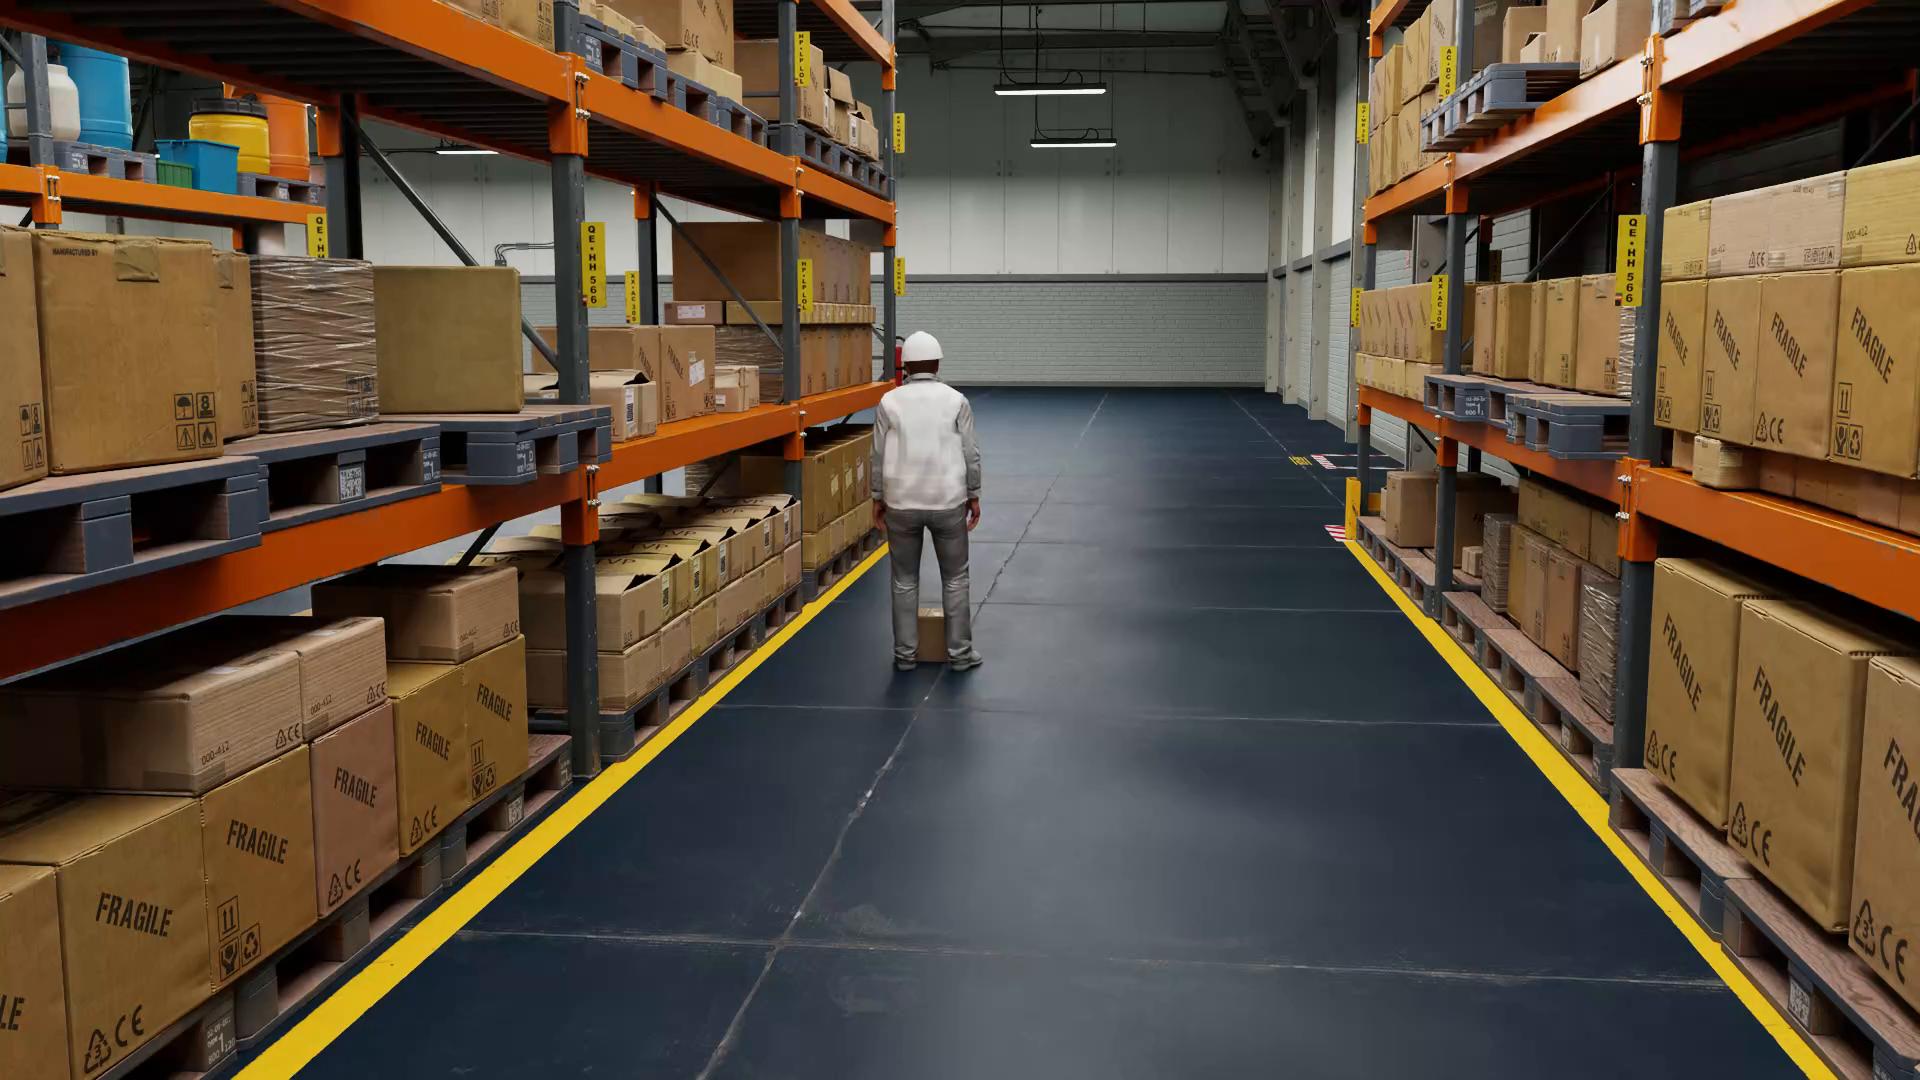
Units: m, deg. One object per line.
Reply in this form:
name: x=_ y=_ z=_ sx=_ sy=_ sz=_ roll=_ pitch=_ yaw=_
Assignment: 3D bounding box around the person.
person: x=-0.178 y=-0.201 z=8.716 sx=0.594 sy=1.771 sz=0.464 roll=0 pitch=8 yaw=3
